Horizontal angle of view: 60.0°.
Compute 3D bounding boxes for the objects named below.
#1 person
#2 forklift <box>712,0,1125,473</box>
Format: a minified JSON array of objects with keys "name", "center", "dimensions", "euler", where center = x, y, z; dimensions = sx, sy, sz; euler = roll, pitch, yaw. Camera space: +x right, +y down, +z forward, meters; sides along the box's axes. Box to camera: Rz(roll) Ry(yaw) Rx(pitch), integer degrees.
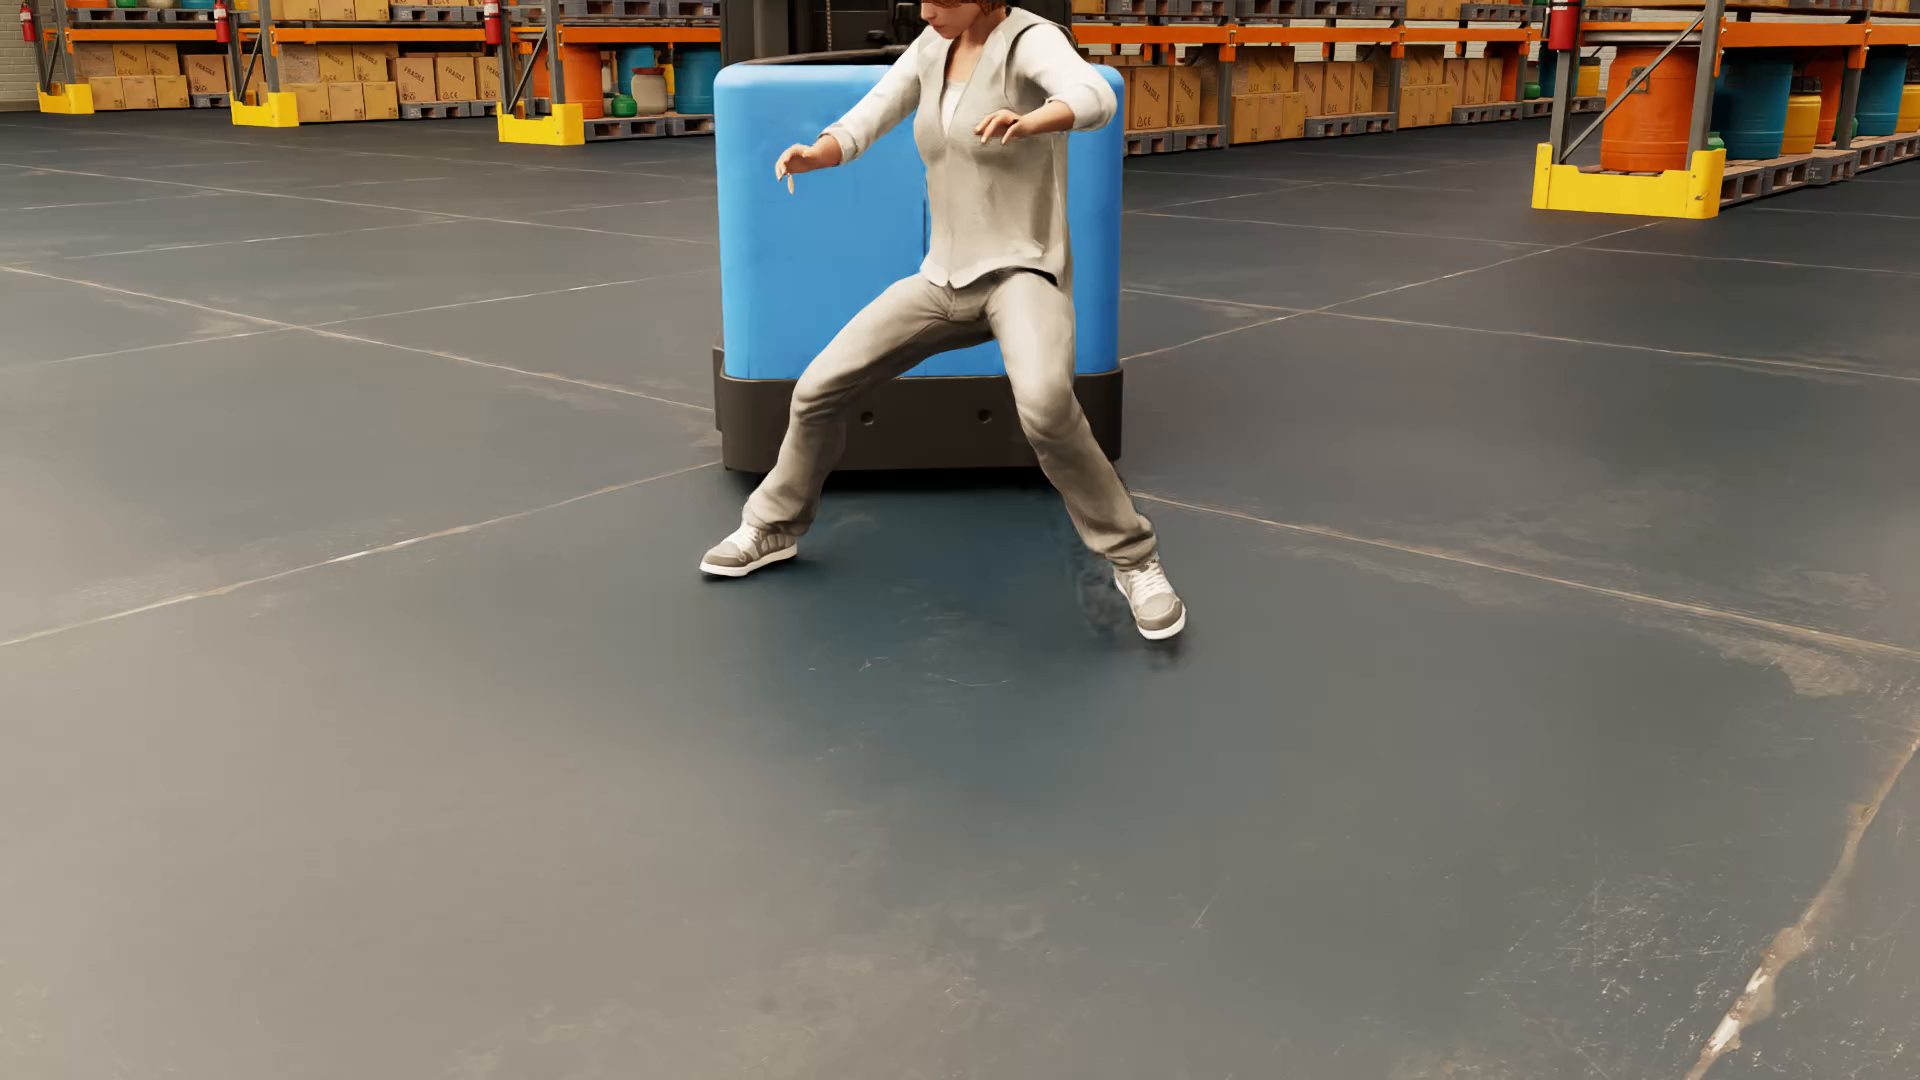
[{"name":"person","center":[-0.025,-0.524,3.312],"dimensions":[0.601,1.368,1.069],"euler":[-15,23,-41]},{"name":"forklift","center":[-0.221,-1.955,5.334],"dimensions":[1.130,2.935,3.031],"euler":[-1,17,-5]}]
